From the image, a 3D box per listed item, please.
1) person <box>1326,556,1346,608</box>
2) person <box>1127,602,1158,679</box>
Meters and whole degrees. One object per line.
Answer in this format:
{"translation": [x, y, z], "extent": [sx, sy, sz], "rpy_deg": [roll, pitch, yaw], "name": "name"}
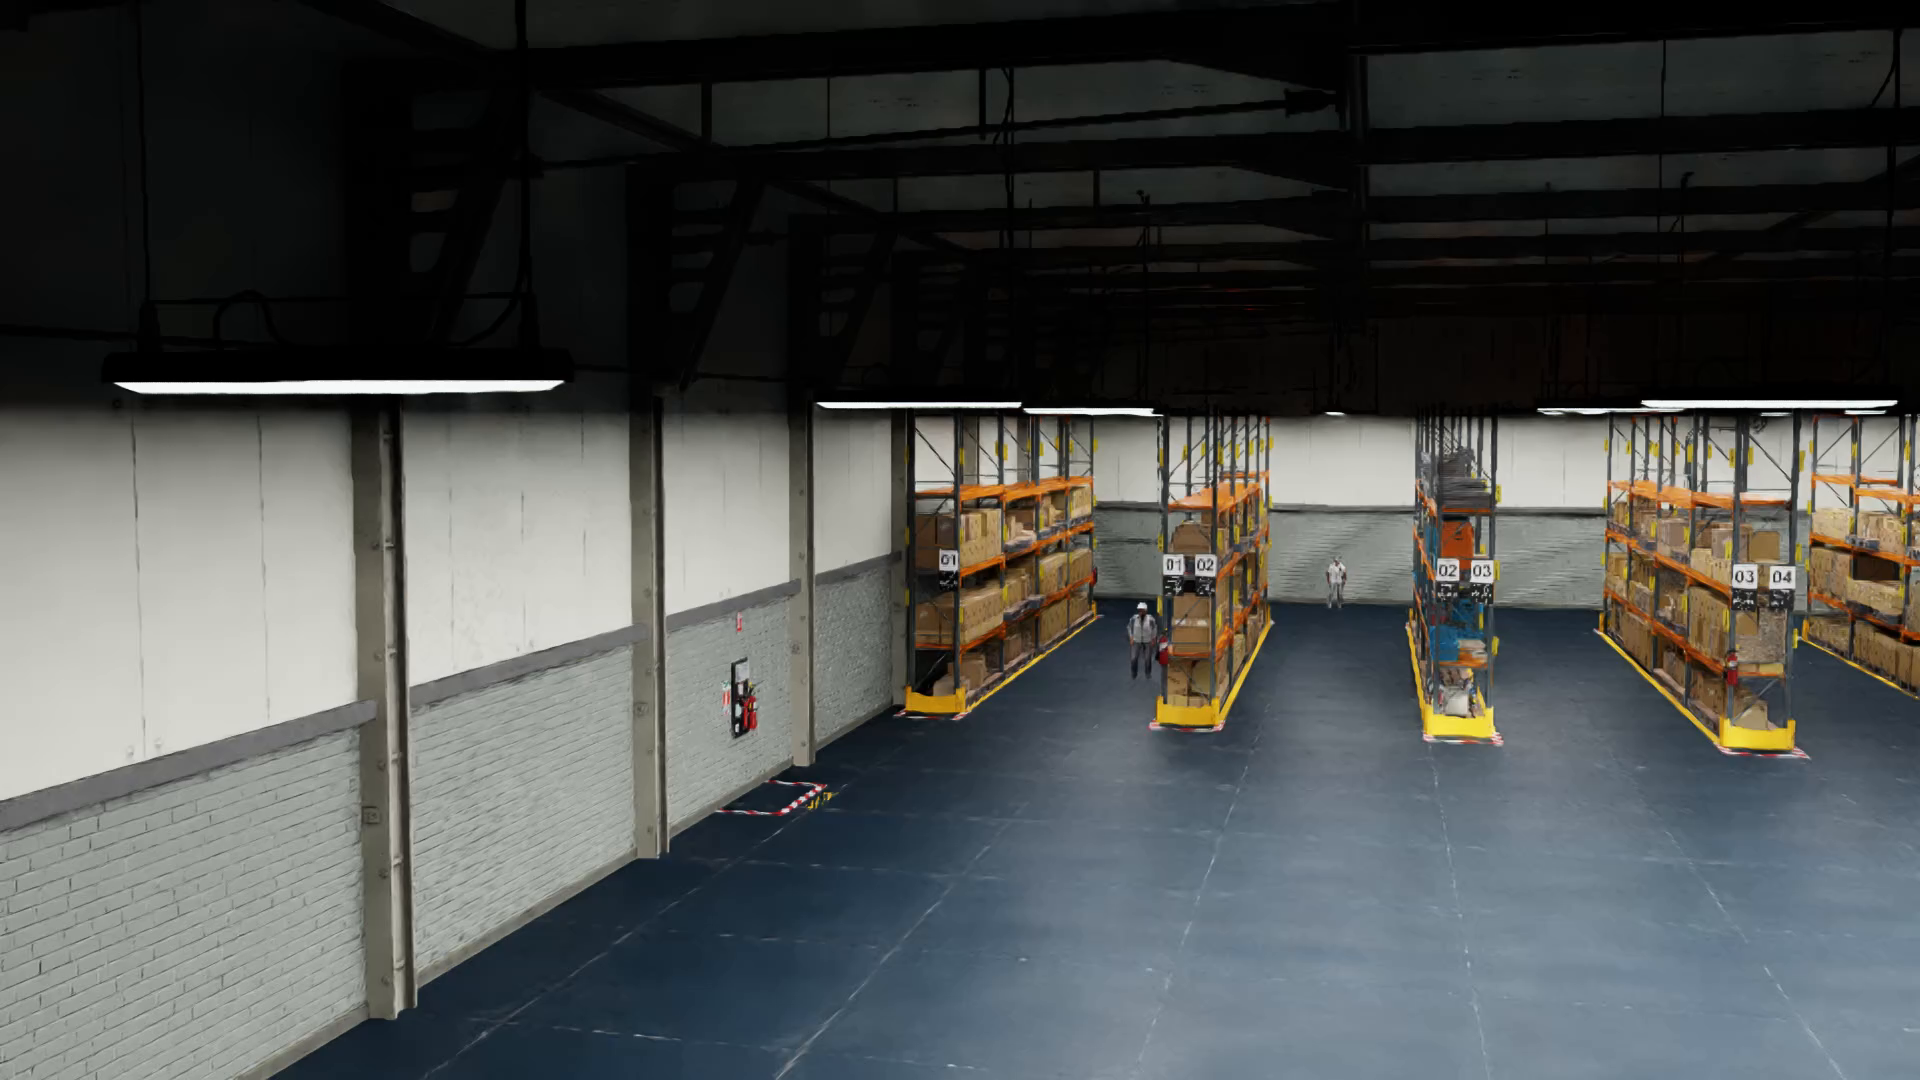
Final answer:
{"translation": [11.364, 1.264, 50.228], "extent": [0.592, 1.625, 0.532], "rpy_deg": [1, 4, 12], "name": "person"}
{"translation": [4.014, 2.204, 36.604], "extent": [0.677, 1.726, 0.574], "rpy_deg": [1, 4, 12], "name": "person"}
